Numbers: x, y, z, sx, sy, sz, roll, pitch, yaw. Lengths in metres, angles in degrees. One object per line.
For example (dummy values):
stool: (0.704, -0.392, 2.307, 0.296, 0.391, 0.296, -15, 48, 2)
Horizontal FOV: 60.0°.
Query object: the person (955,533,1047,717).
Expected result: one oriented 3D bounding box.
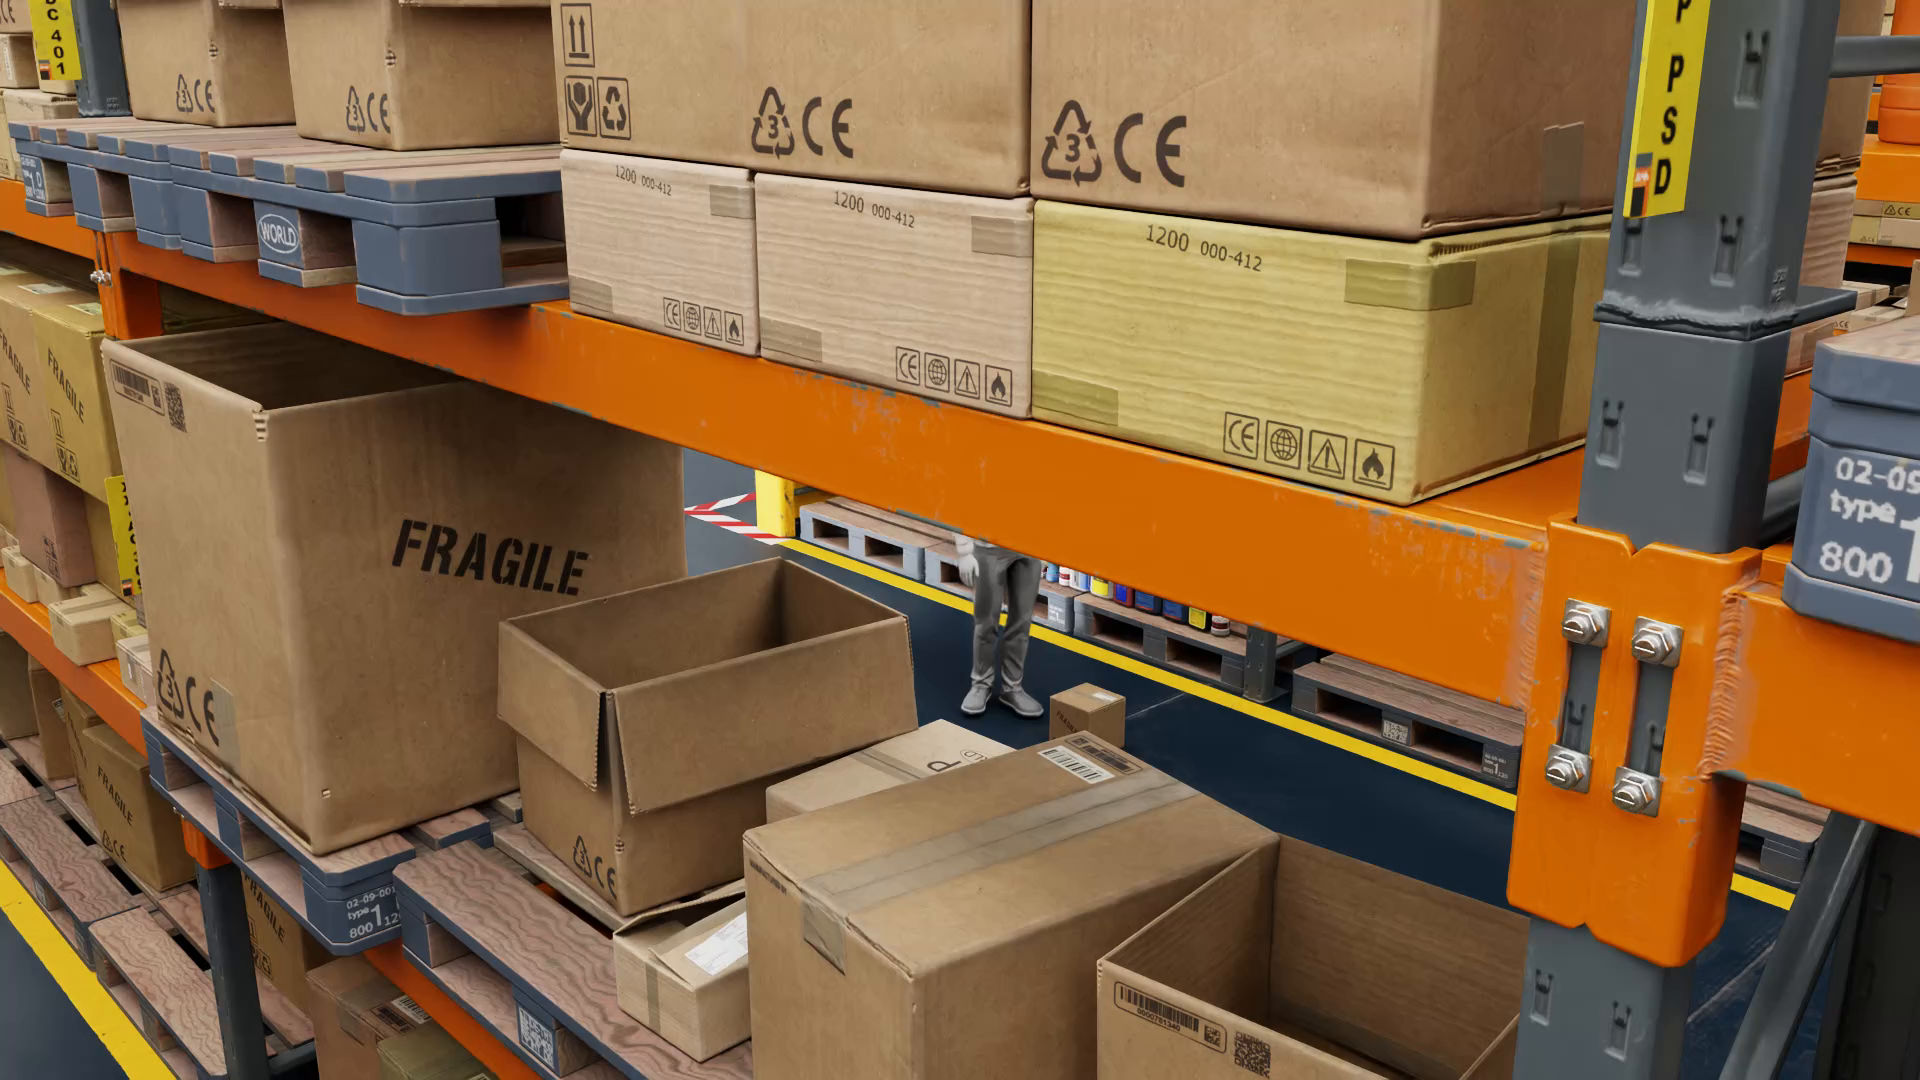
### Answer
person: (0.204, 0.022, 7.888, 0.531, 1.681, 0.387, -9, 19, -26)
